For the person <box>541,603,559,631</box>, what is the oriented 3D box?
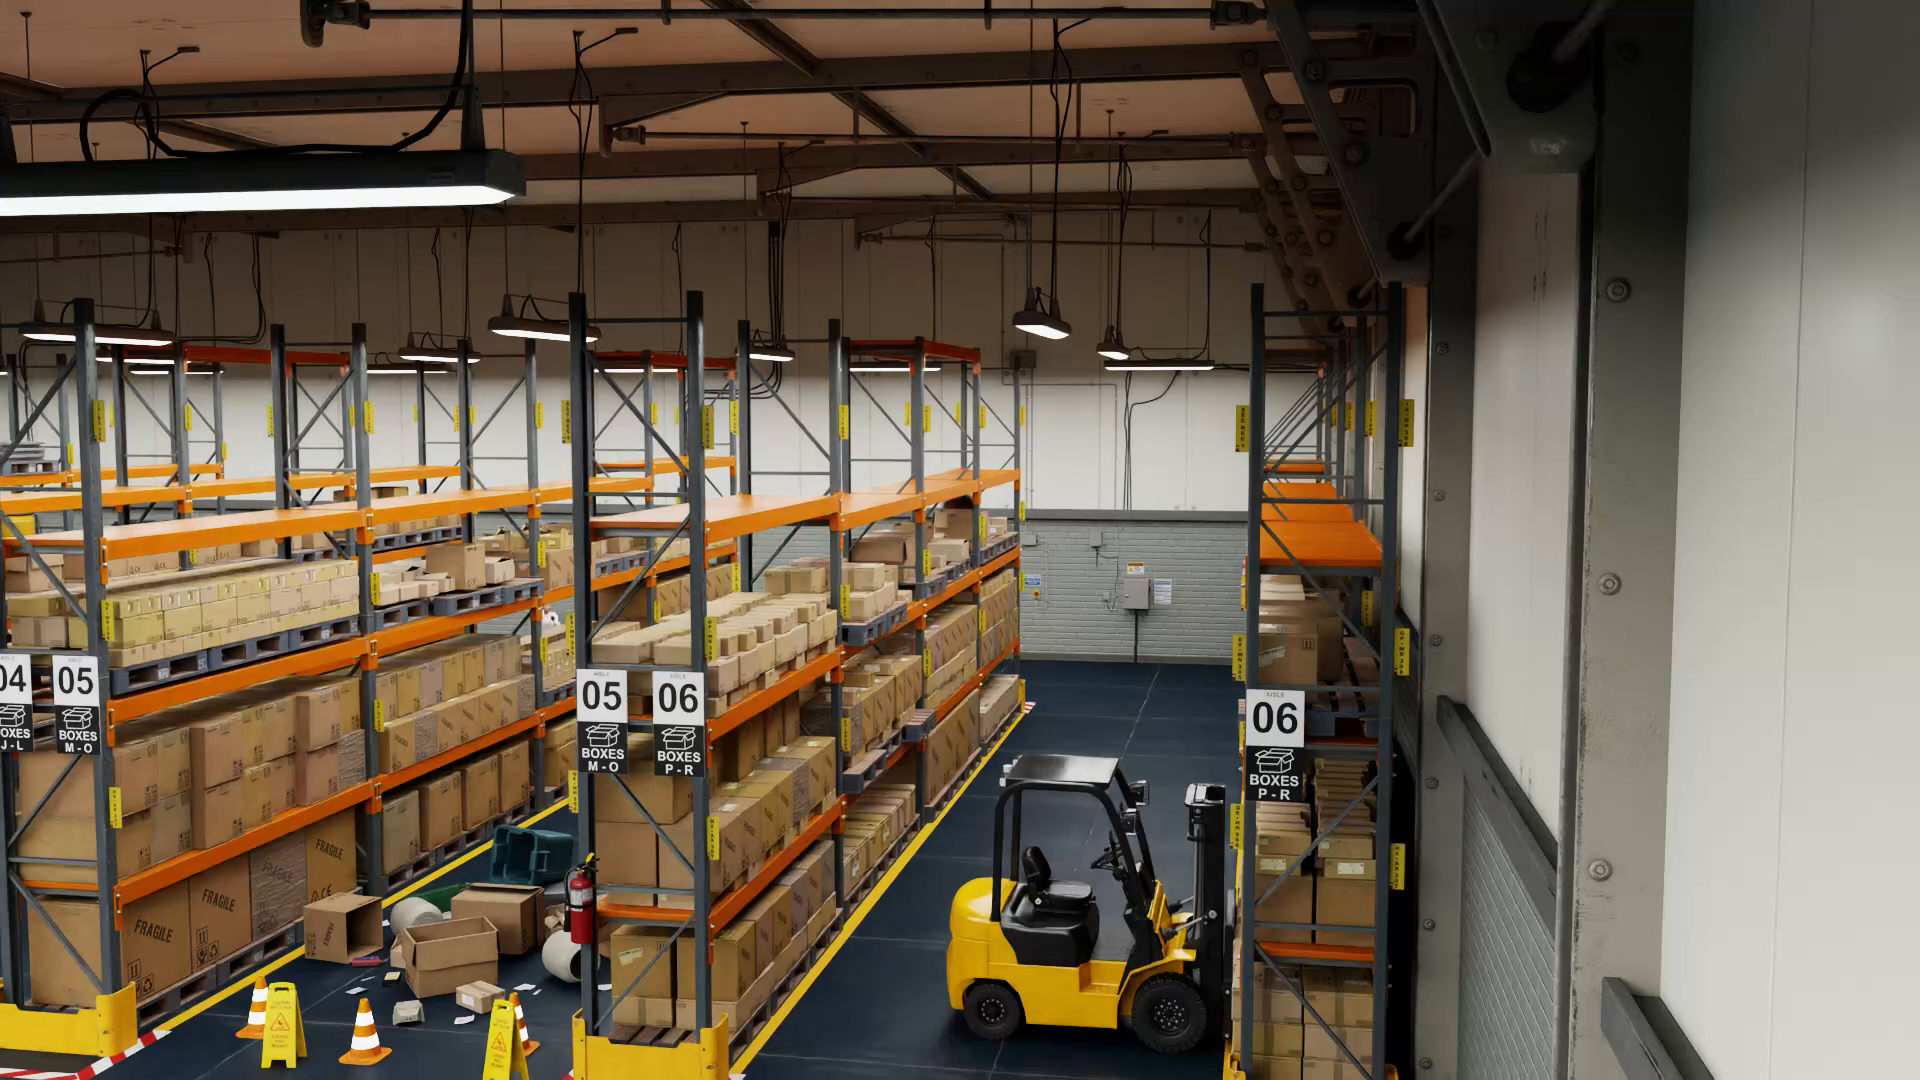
[{"bbox_3d":[-7.573,1.865,30.573,0.600,1.628,1.002,0,5,6],"label":"person"}]
